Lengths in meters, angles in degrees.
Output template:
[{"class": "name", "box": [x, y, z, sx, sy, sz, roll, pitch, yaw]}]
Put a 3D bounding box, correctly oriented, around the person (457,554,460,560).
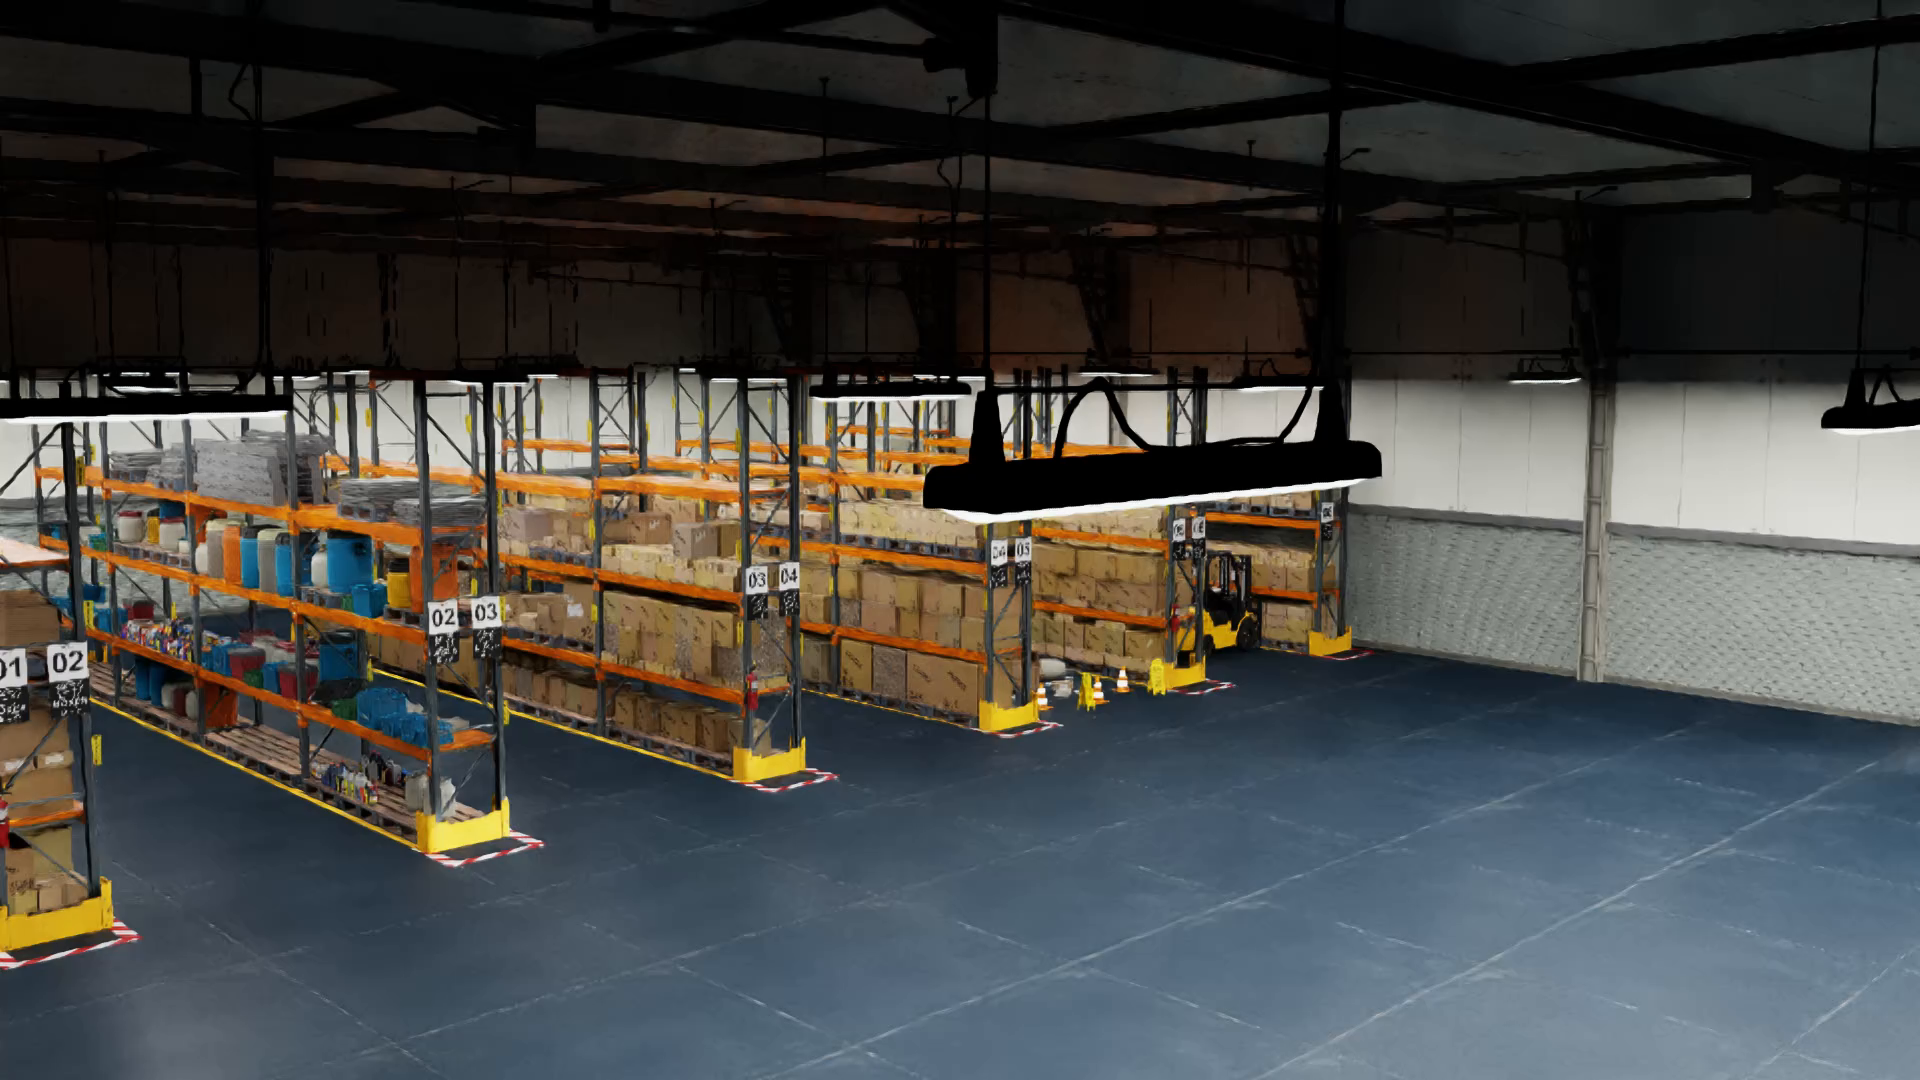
[{"class": "person", "box": [-13.135, 0.715, 42.762, 0.463, 1.587, 0.574, 0, 6, 3]}]
